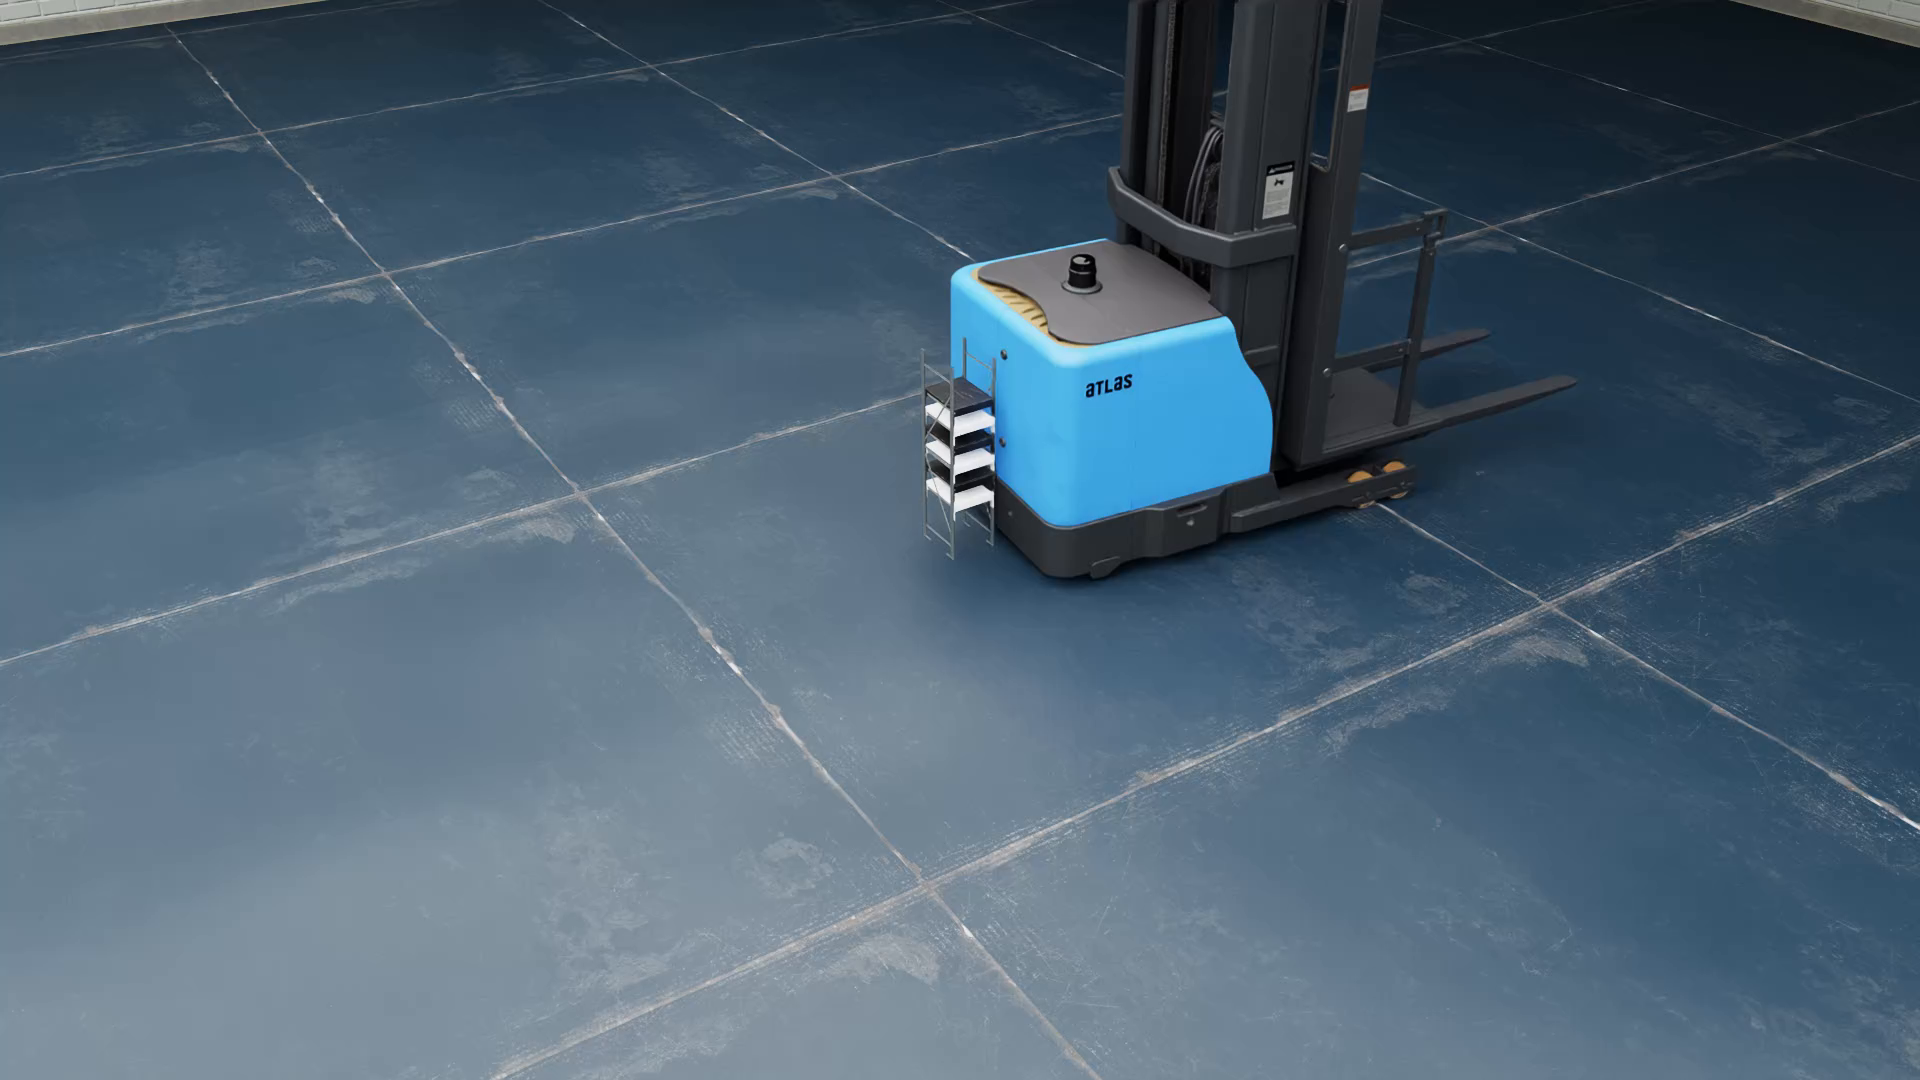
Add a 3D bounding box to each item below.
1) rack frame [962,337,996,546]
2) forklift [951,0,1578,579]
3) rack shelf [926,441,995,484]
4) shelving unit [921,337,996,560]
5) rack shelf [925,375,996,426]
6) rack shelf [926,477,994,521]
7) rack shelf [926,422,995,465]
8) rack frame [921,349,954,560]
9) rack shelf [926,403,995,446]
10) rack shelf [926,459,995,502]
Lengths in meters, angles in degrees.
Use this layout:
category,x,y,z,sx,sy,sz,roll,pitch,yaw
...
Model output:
category,x,y,z,sx,sy,sz,roll,pitch,yaw
rack frame,0.079,-0.408,7.053,0.006,0.900,0.240,-19,37,-27
forklift,1.498,-1.616,7.065,3.031,2.935,1.130,-15,35,-22
rack shelf,-0.007,-0.350,7.024,0.200,0.077,0.258,-19,37,-27
shelving unit,-0.007,-0.378,7.006,0.210,0.900,0.258,-19,37,-27
rack shelf,-0.007,-0.578,6.880,0.200,0.077,0.258,-19,37,-27
rack shelf,-0.007,-0.198,7.120,0.200,0.077,0.258,-19,37,-27
rack shelf,-0.007,-0.426,6.976,0.200,0.077,0.258,-19,37,-27
rack frame,-0.092,-0.349,6.960,0.006,0.900,0.240,-19,37,-27
rack shelf,-0.007,-0.502,6.928,0.200,0.077,0.258,-19,37,-27
rack shelf,-0.007,-0.274,7.072,0.200,0.077,0.258,-19,37,-27
